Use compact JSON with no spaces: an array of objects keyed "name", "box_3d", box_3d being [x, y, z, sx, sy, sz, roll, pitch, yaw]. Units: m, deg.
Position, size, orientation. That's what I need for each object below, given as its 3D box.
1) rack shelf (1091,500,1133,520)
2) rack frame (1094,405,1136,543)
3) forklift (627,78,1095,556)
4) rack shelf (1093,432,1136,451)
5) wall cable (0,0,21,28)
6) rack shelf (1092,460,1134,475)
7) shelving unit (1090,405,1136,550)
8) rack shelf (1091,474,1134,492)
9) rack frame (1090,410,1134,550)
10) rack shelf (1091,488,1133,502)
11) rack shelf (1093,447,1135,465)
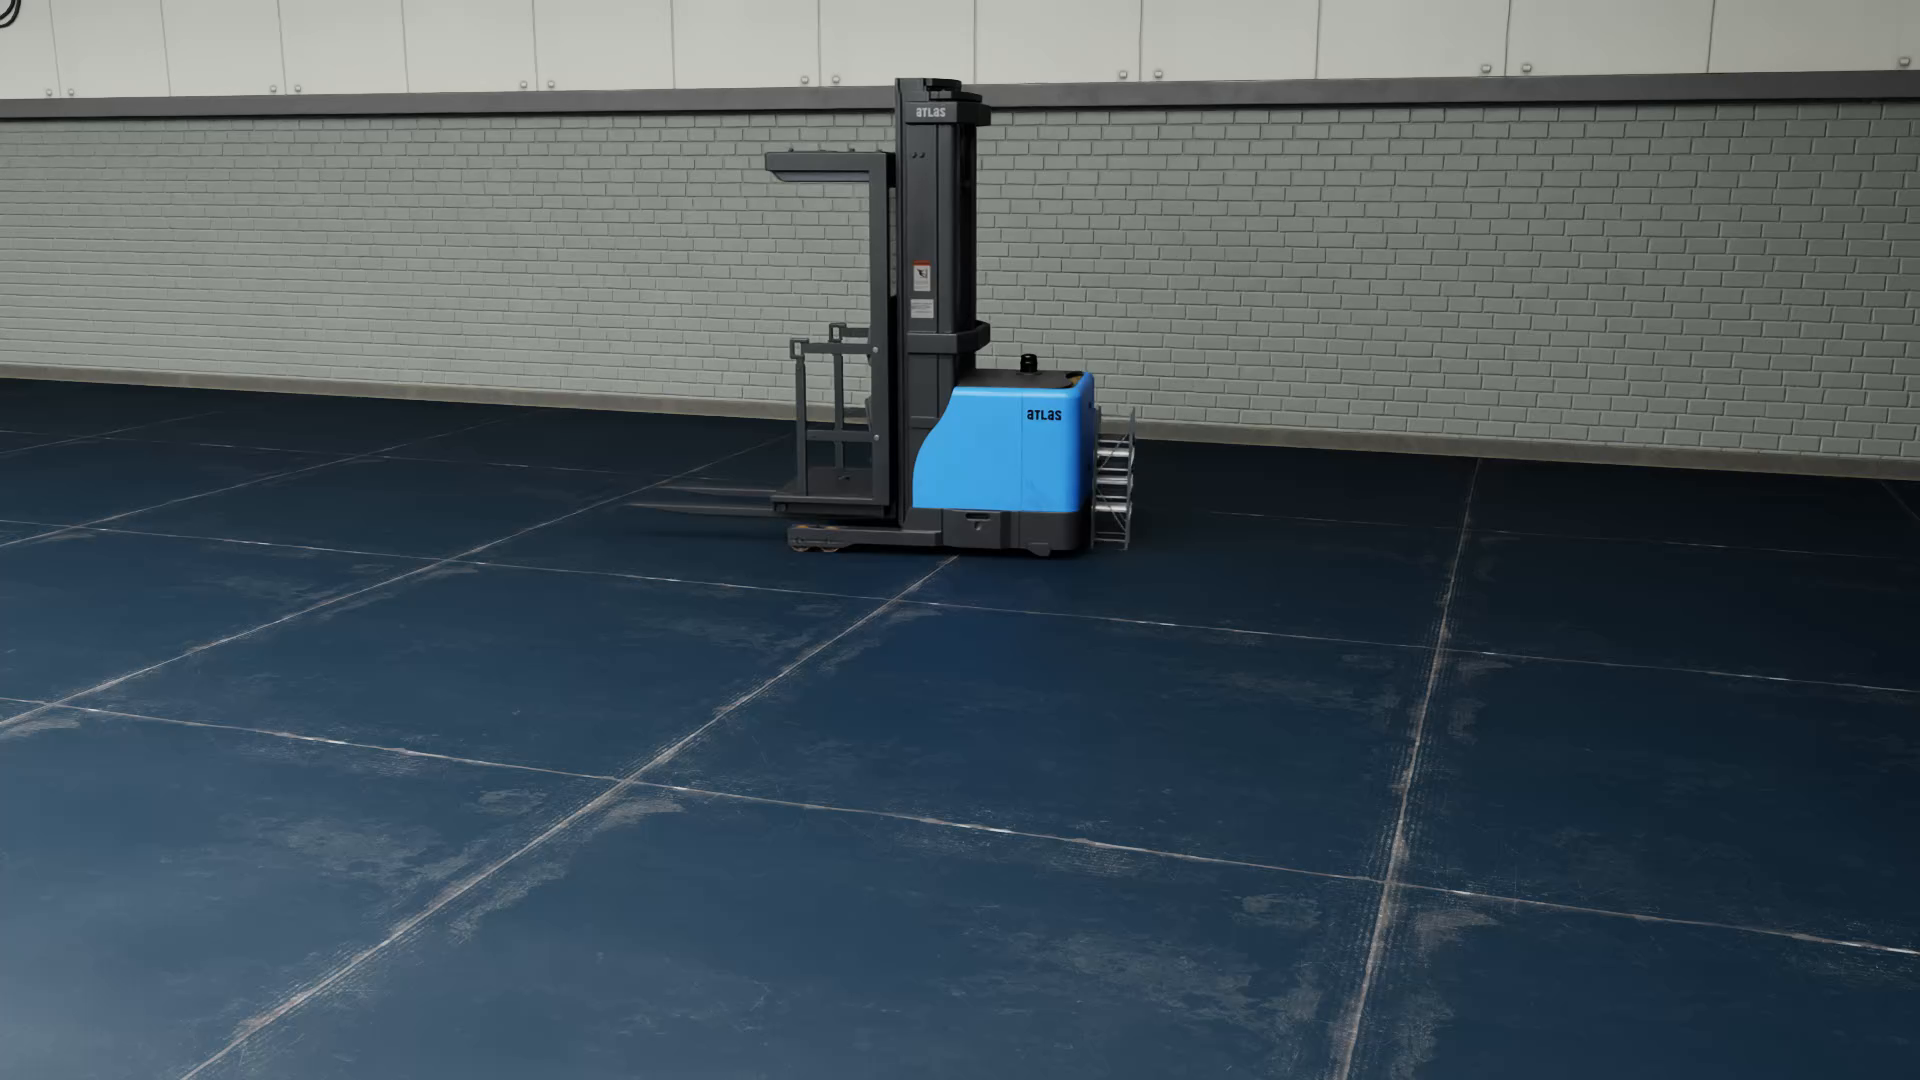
[{"name":"rack shelf","box_3d":[0.982,-0.195,10.764,0.258,0.077,0.200,3,13,9]},{"name":"rack frame","box_3d":[1.002,-0.425,10.814,0.240,0.900,0.006,3,13,9]},{"name":"forklift","box_3d":[-0.657,-1.462,10.806,3.031,2.935,1.130,2,13,10]},{"name":"rack shelf","box_3d":[0.991,-0.633,10.663,0.258,0.077,0.200,3,13,9]},{"name":"wall cable","box_3d":[-11.239,-7.924,17.838,2.305,6.003,0.169,4,14,18]},{"name":"rack shelf","box_3d":[0.987,-0.458,10.703,0.258,0.077,0.200,3,13,9]},{"name":"shelving unit","box_3d":[0.986,-0.402,10.716,0.258,0.900,0.210,3,13,9]},{"name":"rack shelf","box_3d":[0.985,-0.370,10.724,0.258,0.077,0.200,3,13,9]},{"name":"rack frame","box_3d":[0.970,-0.380,10.618,0.240,0.900,0.006,3,13,9]},{"name":"rack shelf","box_3d":[0.984,-0.282,10.744,0.258,0.077,0.200,3,13,9]},{"name":"rack shelf","box_3d":[0.989,-0.545,10.683,0.258,0.077,0.200,3,13,9]}]
